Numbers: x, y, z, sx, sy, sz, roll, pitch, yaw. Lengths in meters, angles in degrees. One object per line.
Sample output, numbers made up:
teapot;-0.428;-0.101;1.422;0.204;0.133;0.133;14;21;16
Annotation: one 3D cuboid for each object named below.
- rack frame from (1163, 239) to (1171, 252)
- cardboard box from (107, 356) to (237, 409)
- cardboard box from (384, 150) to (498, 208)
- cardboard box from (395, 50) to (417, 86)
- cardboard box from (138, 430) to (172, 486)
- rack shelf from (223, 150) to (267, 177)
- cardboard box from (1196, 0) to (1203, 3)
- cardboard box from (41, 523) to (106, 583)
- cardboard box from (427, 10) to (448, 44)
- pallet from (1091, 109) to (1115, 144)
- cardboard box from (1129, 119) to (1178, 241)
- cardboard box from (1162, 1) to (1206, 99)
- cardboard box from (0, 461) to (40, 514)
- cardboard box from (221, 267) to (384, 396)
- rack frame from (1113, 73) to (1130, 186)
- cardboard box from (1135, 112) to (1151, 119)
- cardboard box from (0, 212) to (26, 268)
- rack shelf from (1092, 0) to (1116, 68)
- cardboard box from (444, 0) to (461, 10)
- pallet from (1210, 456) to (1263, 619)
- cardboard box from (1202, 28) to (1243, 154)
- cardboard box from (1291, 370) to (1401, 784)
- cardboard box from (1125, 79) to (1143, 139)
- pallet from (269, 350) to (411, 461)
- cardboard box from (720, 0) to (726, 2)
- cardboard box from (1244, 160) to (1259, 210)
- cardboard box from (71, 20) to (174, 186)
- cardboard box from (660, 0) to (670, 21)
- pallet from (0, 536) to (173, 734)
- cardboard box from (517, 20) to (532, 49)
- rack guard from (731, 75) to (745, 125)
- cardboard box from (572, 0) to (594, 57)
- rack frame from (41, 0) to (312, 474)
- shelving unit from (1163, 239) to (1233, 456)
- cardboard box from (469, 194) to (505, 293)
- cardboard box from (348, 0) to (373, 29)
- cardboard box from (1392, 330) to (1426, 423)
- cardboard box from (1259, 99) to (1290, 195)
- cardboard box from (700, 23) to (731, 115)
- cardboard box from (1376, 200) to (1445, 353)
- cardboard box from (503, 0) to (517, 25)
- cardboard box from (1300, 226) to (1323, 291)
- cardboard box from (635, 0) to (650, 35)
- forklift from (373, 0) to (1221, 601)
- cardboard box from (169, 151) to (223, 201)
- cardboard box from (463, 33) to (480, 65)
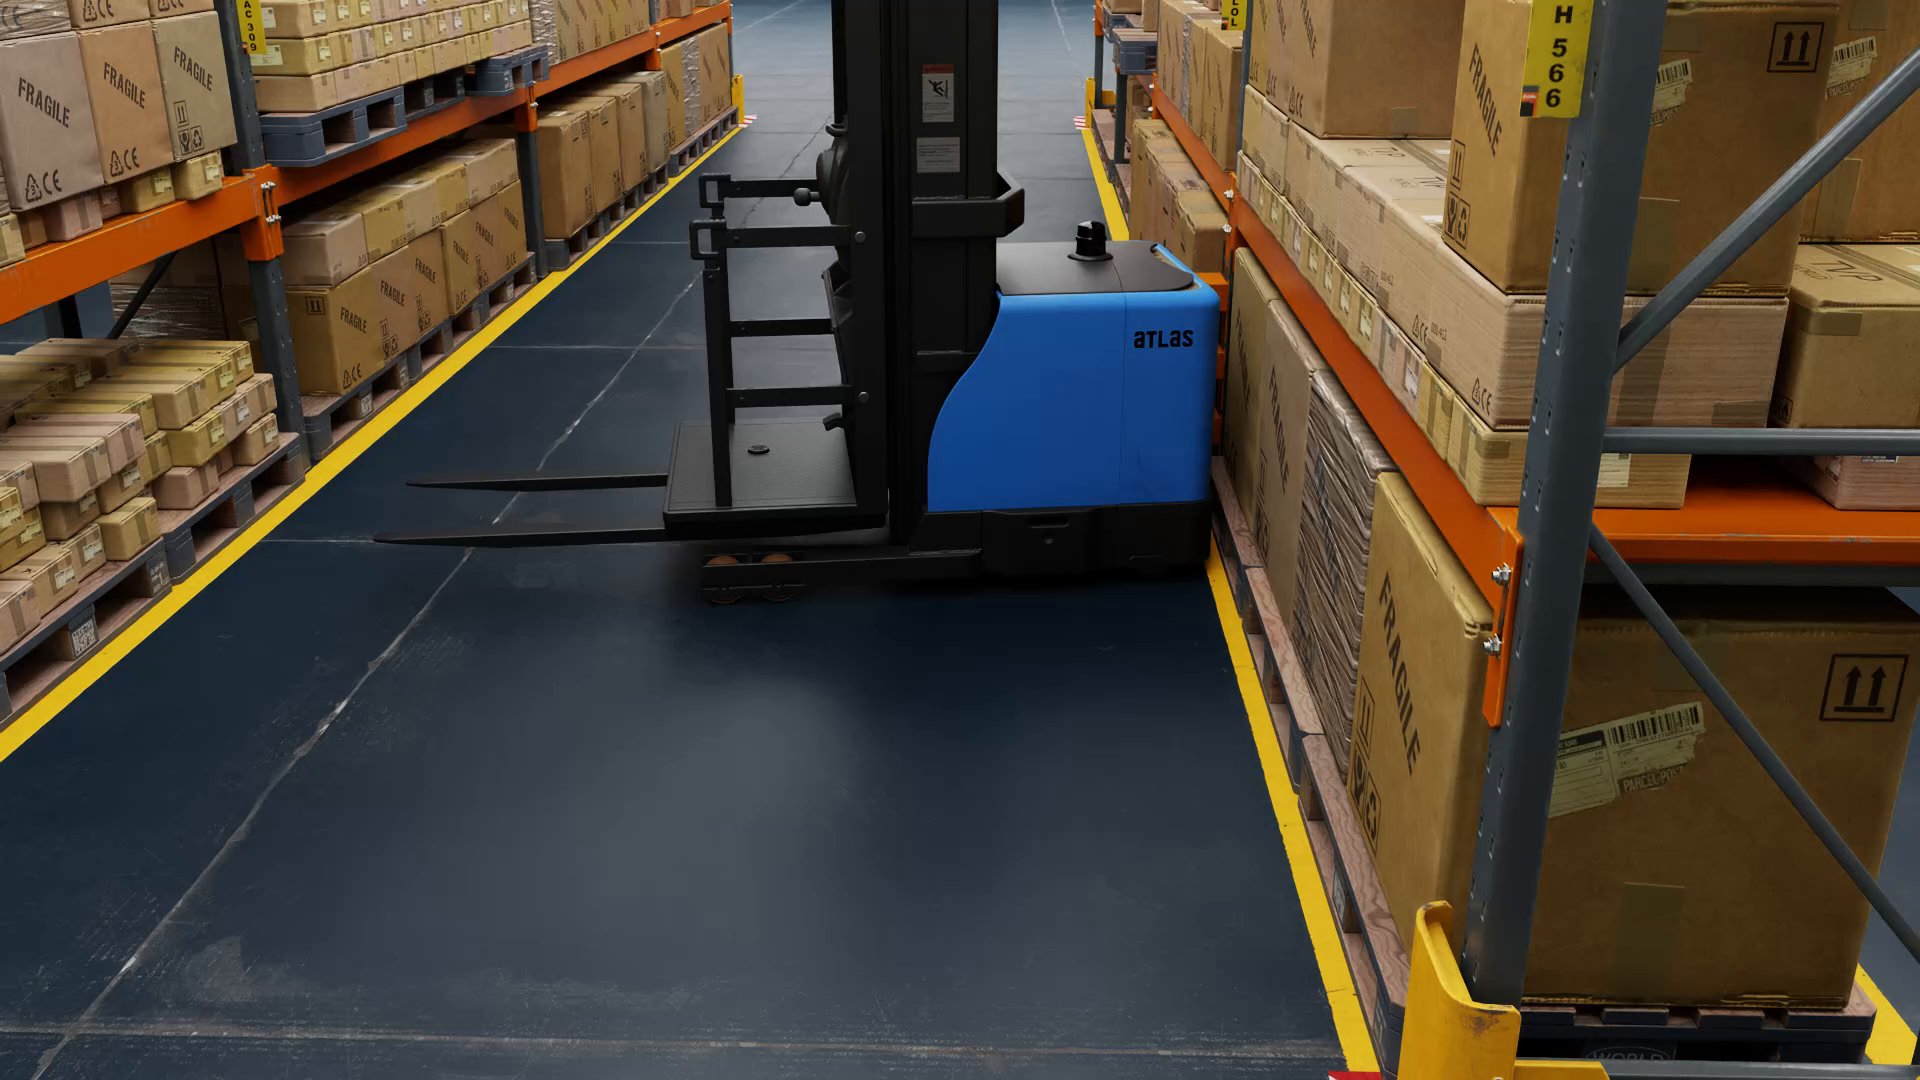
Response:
rack frame;0.837;-0.704;6.890;0.008;1.050;0.200;0;22;0
cardboard box;-3.079;-0.614;6.502;0.380;0.149;0.250;1;21;2
cardboard box;-3.001;-2.087;9.600;0.500;0.250;0.500;1;21;2
cardboard box;-2.858;-2.283;8.034;0.380;0.149;0.250;0;21;-1
cardboard box;-3.144;-0.297;6.098;0.380;0.149;0.250;1;21;2
rack shelf;-3.299;-2.173;8.706;0.919;0.124;3.809;1;21;2
cardboard box;1.678;-3.299;9.360;0.797;0.503;0.637;1;21;3
cardboard box;-3.138;0.053;5.607;0.380;0.149;0.250;1;21;3
cardboard box;-3.169;-2.598;8.640;1.036;0.298;0.538;0;21;1
pallet;1.897;-4.321;17.373;1.003;0.211;1.213;1;21;2
cardboard box;1.675;-2.005;9.907;1.225;0.875;0.875;0;21;-1
cardboard box;1.416;-2.736;9.297;0.500;0.500;0.500;0;21;0
cardboard box;-3.194;-0.145;5.295;0.380;0.149;0.250;1;21;2
cardboard box;-3.072;-0.989;7.805;0.500;0.500;0.500;1;21;4
rack frame;1.838;-4.495;13.968;1.000;3.000;0.127;1;21;2
cardboard box;1.765;-3.141;13.325;0.700;0.500;0.500;1;21;1
cardboard box;-3.110;-0.905;5.062;0.380;0.149;0.250;1;21;3
rack shelf;1.899;-4.883;15.962;1.077;0.370;4.000;1;21;2
cardboard box;-2.836;-2.846;8.663;0.380;0.149;0.250;2;21;4
pallet;1.493;-0.029;6.311;1.003;0.211;1.213;1;21;2
cardboard box;1.358;-2.000;7.400;0.500;0.500;0.500;1;21;3
cardboard box;1.440;0.077;4.541;0.875;0.875;0.875;1;21;2
cardboard box;1.840;-4.103;15.831;0.500;0.500;0.500;-1;21;-3
pallet;-3.338;-0.675;7.978;1.003;0.211;1.213;1;21;2
cardboard box;-2.961;-5.968;17.556;0.875;0.550;0.550;1;21;2
cardboard box;1.245;-1.287;6.048;0.380;0.149;0.250;0;21;0
cardboard box;-3.109;-1.514;5.734;0.500;0.500;0.500;0;21;0
cardboard box;-3.123;-4.989;15.033;0.875;0.550;0.550;1;21;2
pallet;-3.379;0.292;5.486;1.003;0.211;1.213;1;21;2
cardboard box;-2.794;-3.035;9.972;0.380;0.149;0.250;1;21;3
rack guard;-2.994;-4.876;18.405;1.175;0.500;0.348;1;21;2
cardboard box;-2.926;-3.712;11.812;0.500;0.500;0.500;1;21;2
rack frame;-3.360;-1.694;6.748;1.000;3.000;0.127;1;21;2
shelving unit;0.959;-0.704;6.890;0.252;1.050;0.215;0;22;0
cardboard box;-3.016;-1.742;9.747;0.500;0.500;0.500;1;21;4
cardboard box;-2.875;-2.381;7.463;0.380;0.149;0.250;1;21;2
cardboard box;1.170;-0.357;3.650;0.380;0.149;0.250;1;21;2
cardboard box;1.299;-1.325;5.593;0.500;0.250;0.500;1;21;1
cardboard box;-2.949;-4.992;17.605;0.875;0.875;0.875;1;21;2
cardboard box;1.239;-0.587;3.691;0.500;0.250;0.500;0;21;1
cardboard box;-2.805;-3.077;9.669;0.380;0.149;0.250;1;21;4
cardboard box;1.207;-0.819;4.840;0.380;0.149;0.250;0;21;0
cardboard box;-2.865;-4.442;13.691;0.500;0.500;0.500;1;21;1
forklift;-0.623;-1.341;5.932;3.031;2.935;1.130;-2;21;-6
cardboard box;-3.033;-1.377;6.278;0.380;0.149;0.250;0;21;0
cardboard box;-2.828;-2.665;9.018;0.380;0.149;0.250;0;21;-1
